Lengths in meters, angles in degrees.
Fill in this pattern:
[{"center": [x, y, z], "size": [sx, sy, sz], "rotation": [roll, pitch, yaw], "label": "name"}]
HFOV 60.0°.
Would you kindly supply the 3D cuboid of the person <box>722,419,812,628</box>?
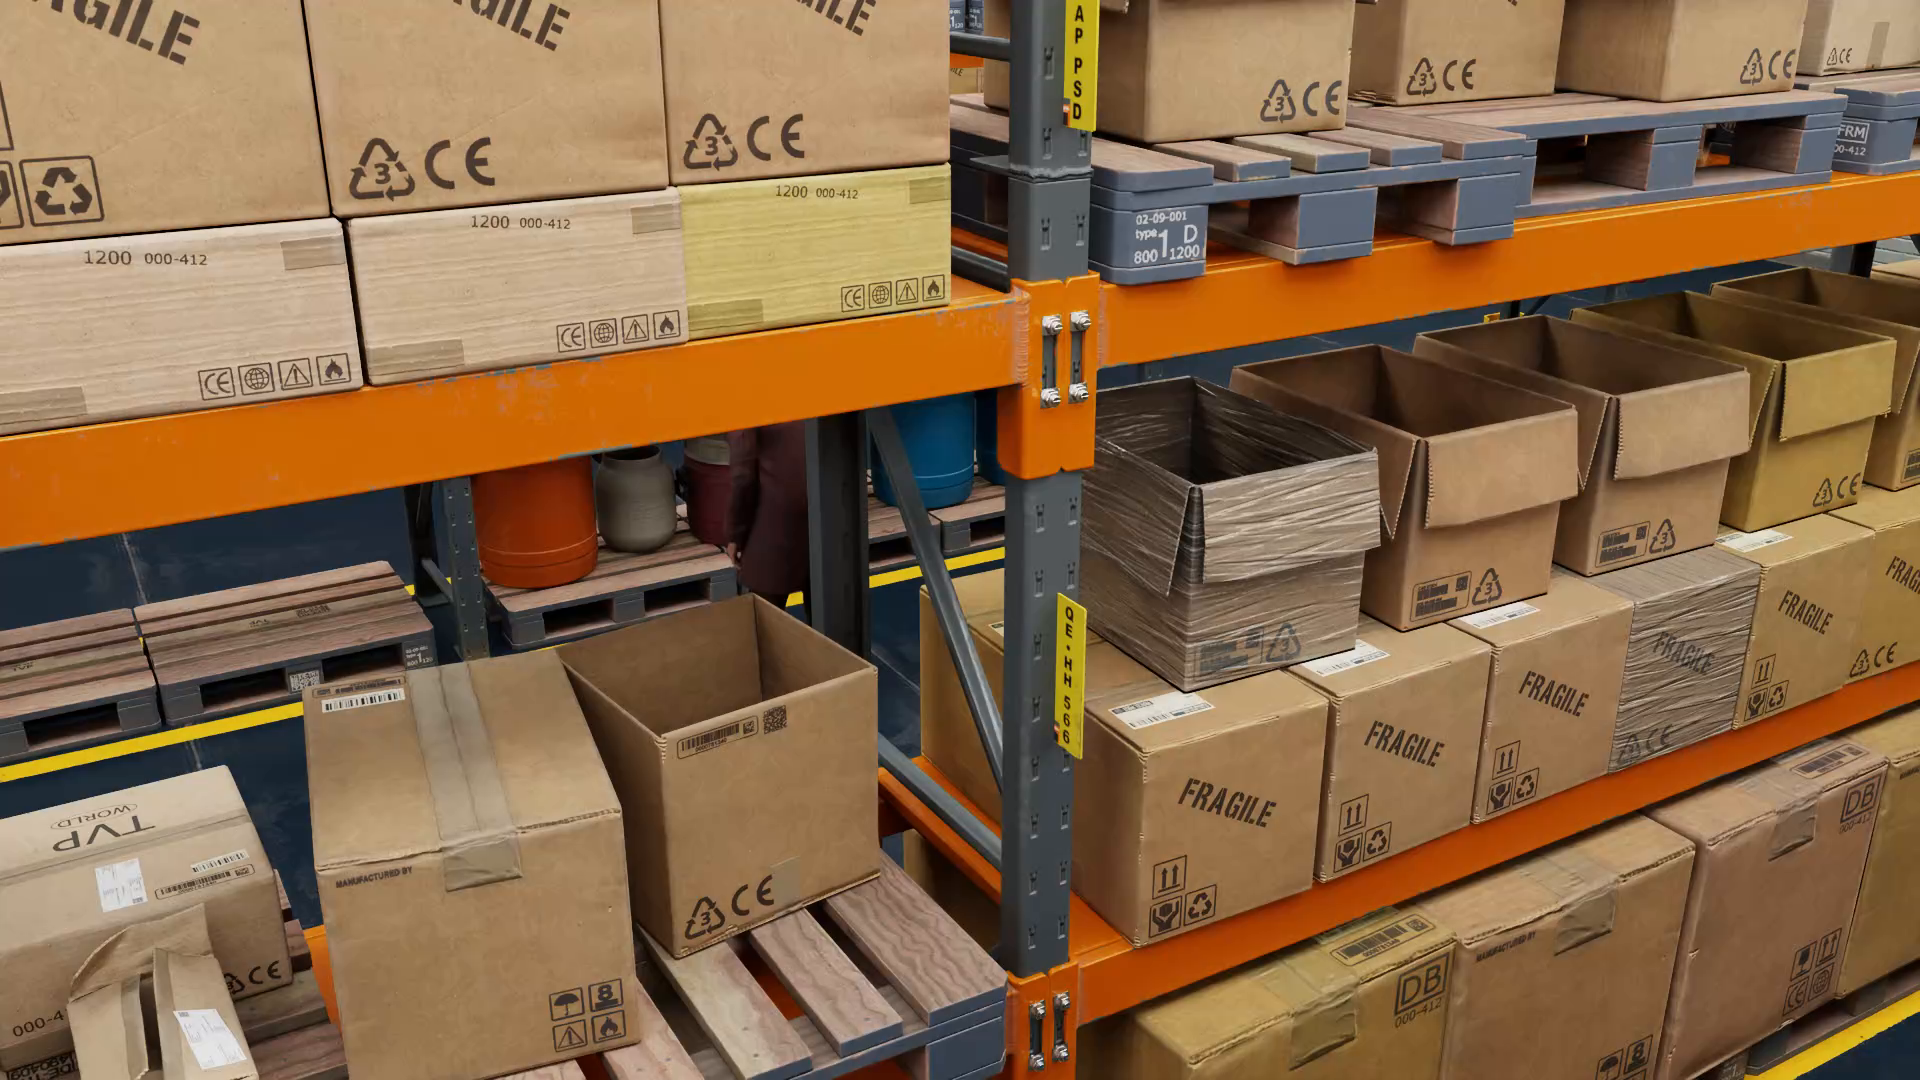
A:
[{"center": [-0.740, -0.051, 7.237], "size": [0.631, 1.773, 0.427], "rotation": [-13, 25, -30], "label": "person"}]
